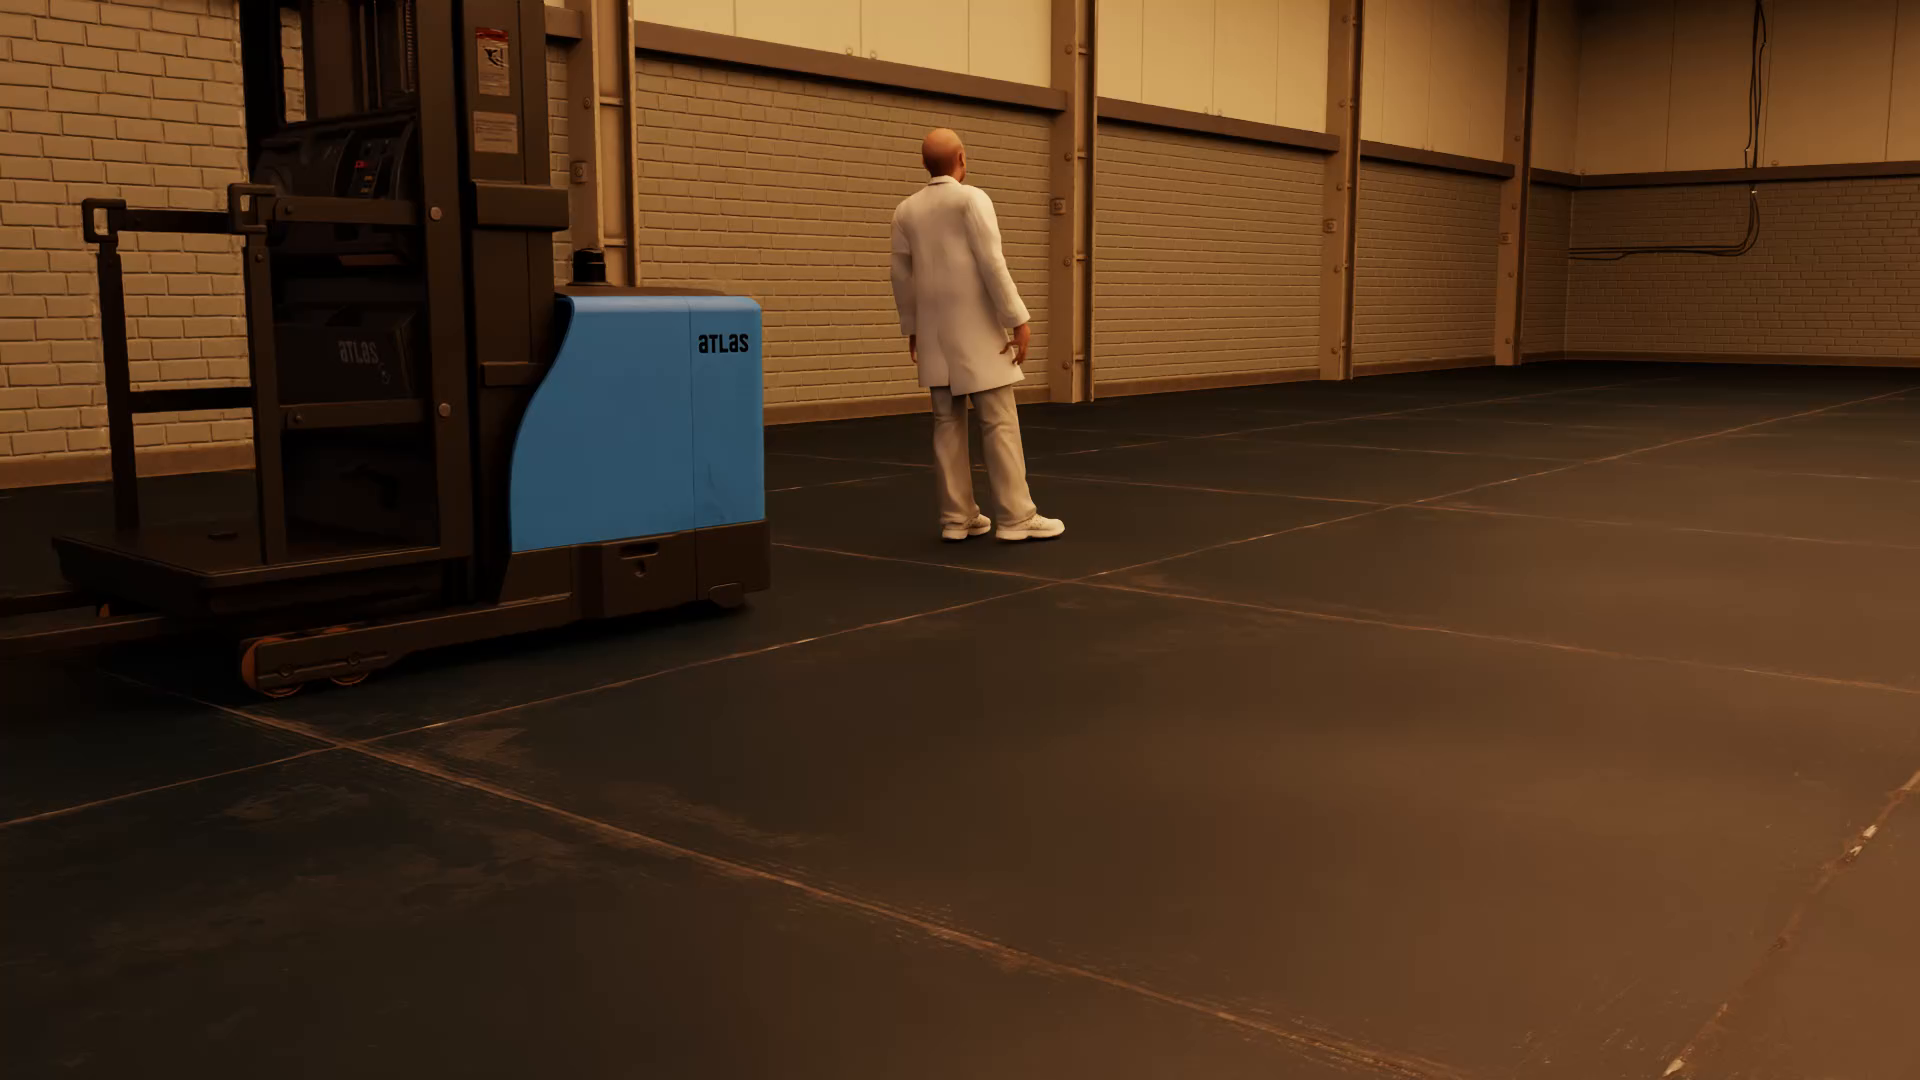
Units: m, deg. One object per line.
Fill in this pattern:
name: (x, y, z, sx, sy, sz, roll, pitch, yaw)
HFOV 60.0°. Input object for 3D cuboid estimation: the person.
person: (0.060, -0.897, 7.343, 0.698, 1.777, 0.578, 7, 11, 38)

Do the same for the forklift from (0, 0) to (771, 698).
forklift: (-2.029, -1.106, 4.842, 1.130, 2.935, 3.031, 8, 11, 42)
